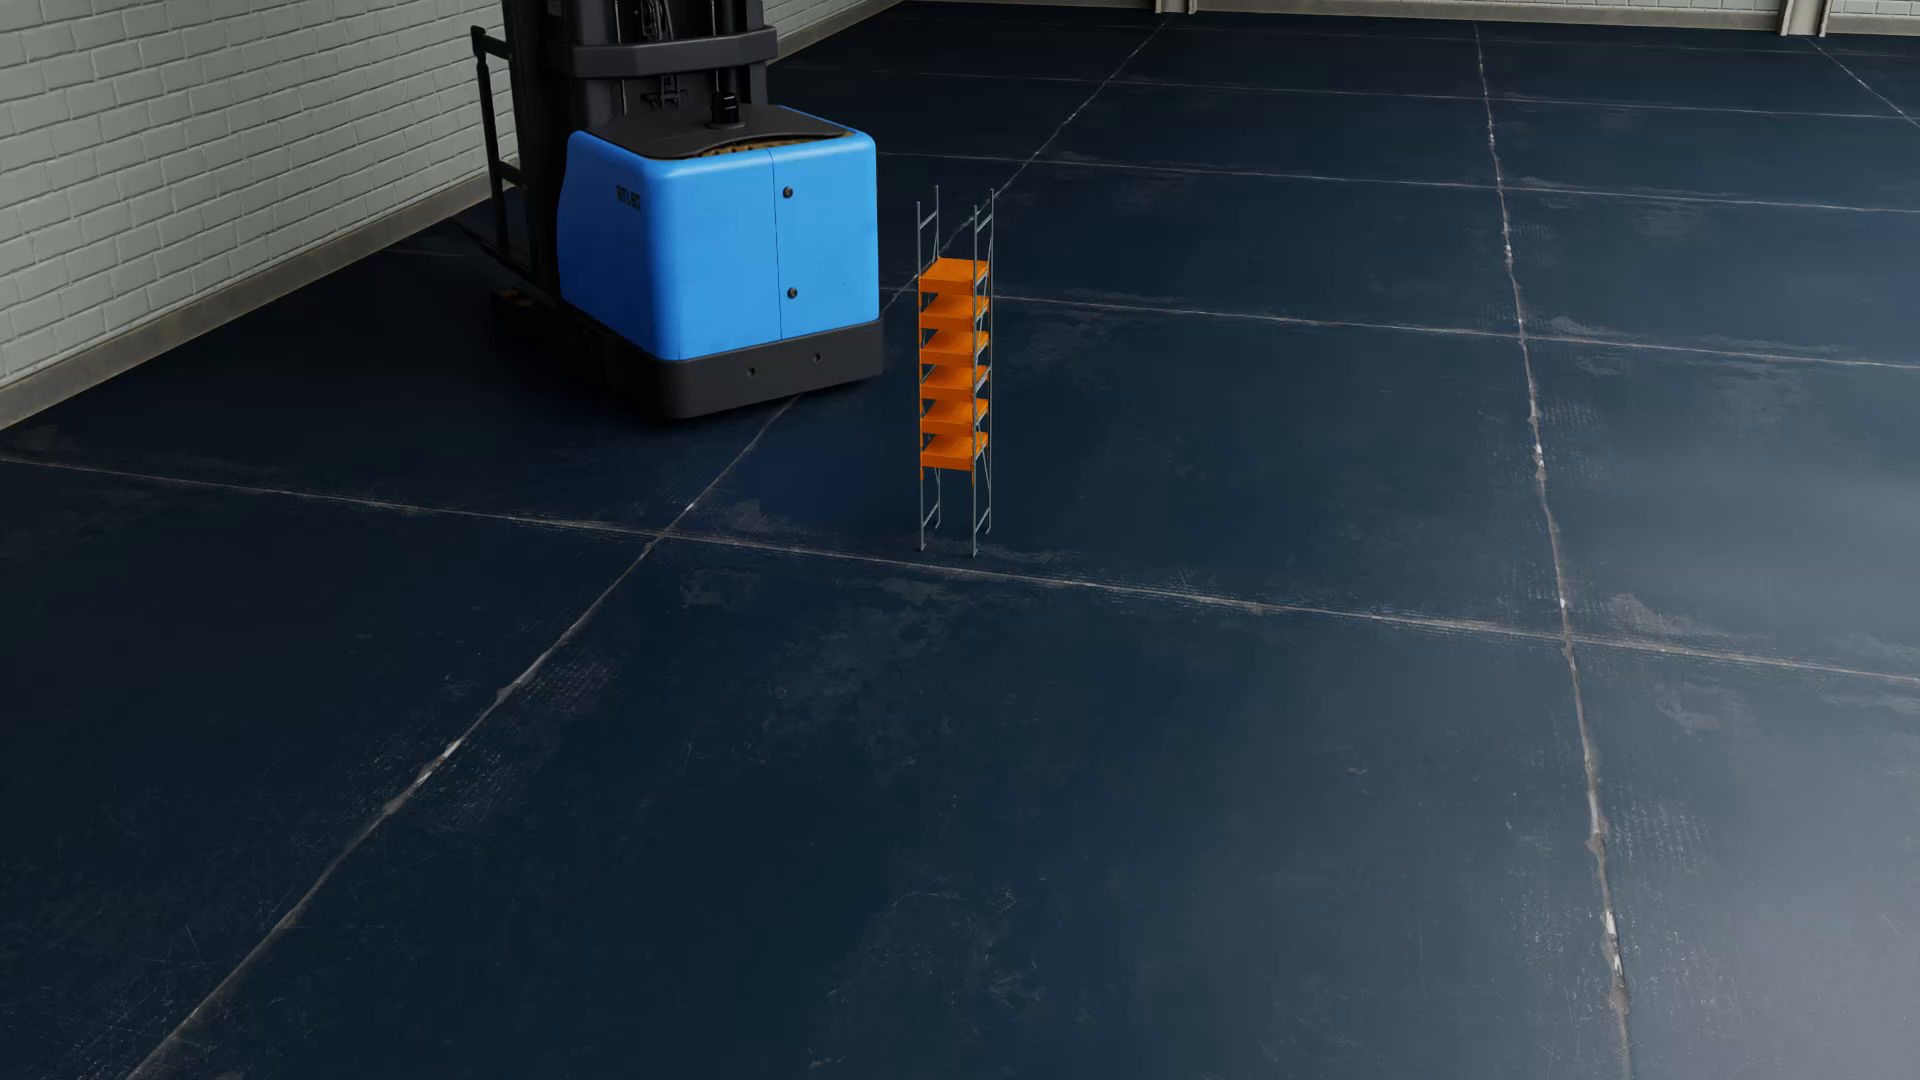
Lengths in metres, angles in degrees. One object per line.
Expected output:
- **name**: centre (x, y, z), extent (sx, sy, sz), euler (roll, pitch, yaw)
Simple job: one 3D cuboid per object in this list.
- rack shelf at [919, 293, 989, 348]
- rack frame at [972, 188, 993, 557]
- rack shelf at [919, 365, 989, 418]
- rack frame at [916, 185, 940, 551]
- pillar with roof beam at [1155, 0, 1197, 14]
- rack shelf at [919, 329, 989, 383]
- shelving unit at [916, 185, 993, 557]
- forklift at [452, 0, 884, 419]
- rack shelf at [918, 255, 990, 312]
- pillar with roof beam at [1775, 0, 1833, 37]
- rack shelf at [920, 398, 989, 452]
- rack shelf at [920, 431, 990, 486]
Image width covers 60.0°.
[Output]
- **rack shelf**: centre (-0.014, -0.720, 5.411), extent (0.180, 0.103, 0.258), euler (6, 26, 13)
- **rack frame**: centre (0.075, -0.533, 5.475), extent (0.006, 1.200, 0.240), euler (6, 26, 13)
- **rack shelf**: centre (-0.014, -0.503, 5.514), extent (0.180, 0.103, 0.258), euler (6, 26, 13)
- **rack frame**: centre (-0.103, -0.553, 5.516), extent (0.006, 1.200, 0.240), euler (6, 26, 13)
- **pillar with roof beam**: centre (1.175, -7.775, 11.613), extent (0.400, 9.000, 9.100), euler (6, 26, 13)
- **rack shelf**: centre (-0.014, -0.612, 5.463), extent (0.180, 0.103, 0.258), euler (6, 26, 13)
- **shelving unit**: centre (-0.014, -0.543, 5.495), extent (0.189, 1.200, 0.258), euler (6, 26, 13)
- **forklift**: centre (-1.570, -2.383, 7.345), extent (1.130, 2.935, 3.031), euler (-16, 30, -31)
- **rack shelf**: centre (-0.014, -0.828, 5.360), extent (0.180, 0.103, 0.258), euler (6, 26, 13)
- **pillar with roof beam**: centre (6.986, -7.133, 10.263), extent (0.400, 9.000, 9.100), euler (6, 26, 13)
- **rack shelf**: centre (-0.014, -0.395, 5.566), extent (0.180, 0.103, 0.258), euler (6, 26, 13)
- **rack shelf**: centre (-0.014, -0.286, 5.618), extent (0.180, 0.103, 0.258), euler (6, 26, 13)
